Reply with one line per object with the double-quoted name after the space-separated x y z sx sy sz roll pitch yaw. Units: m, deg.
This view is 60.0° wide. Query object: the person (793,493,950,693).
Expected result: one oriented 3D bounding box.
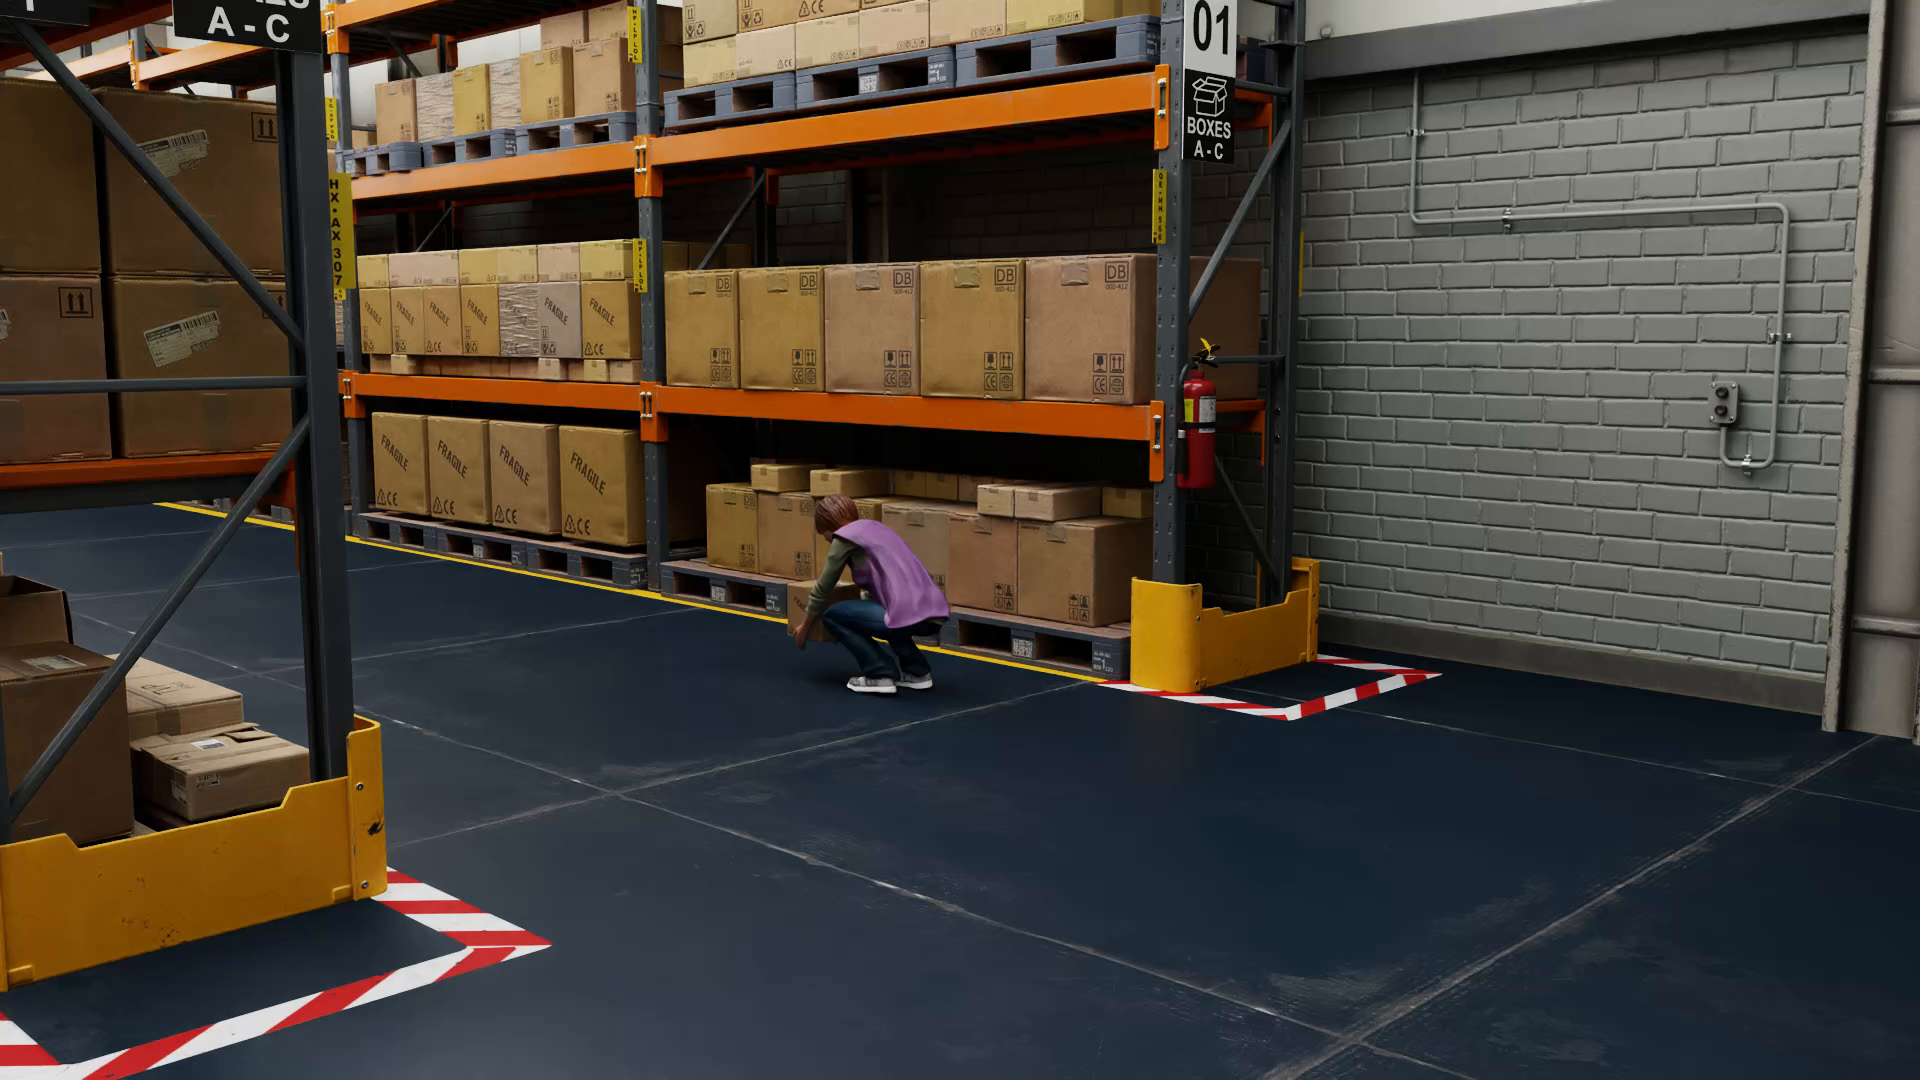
-0.398 0.250 7.708 0.801 0.884 0.434 7 10 43 "person"
